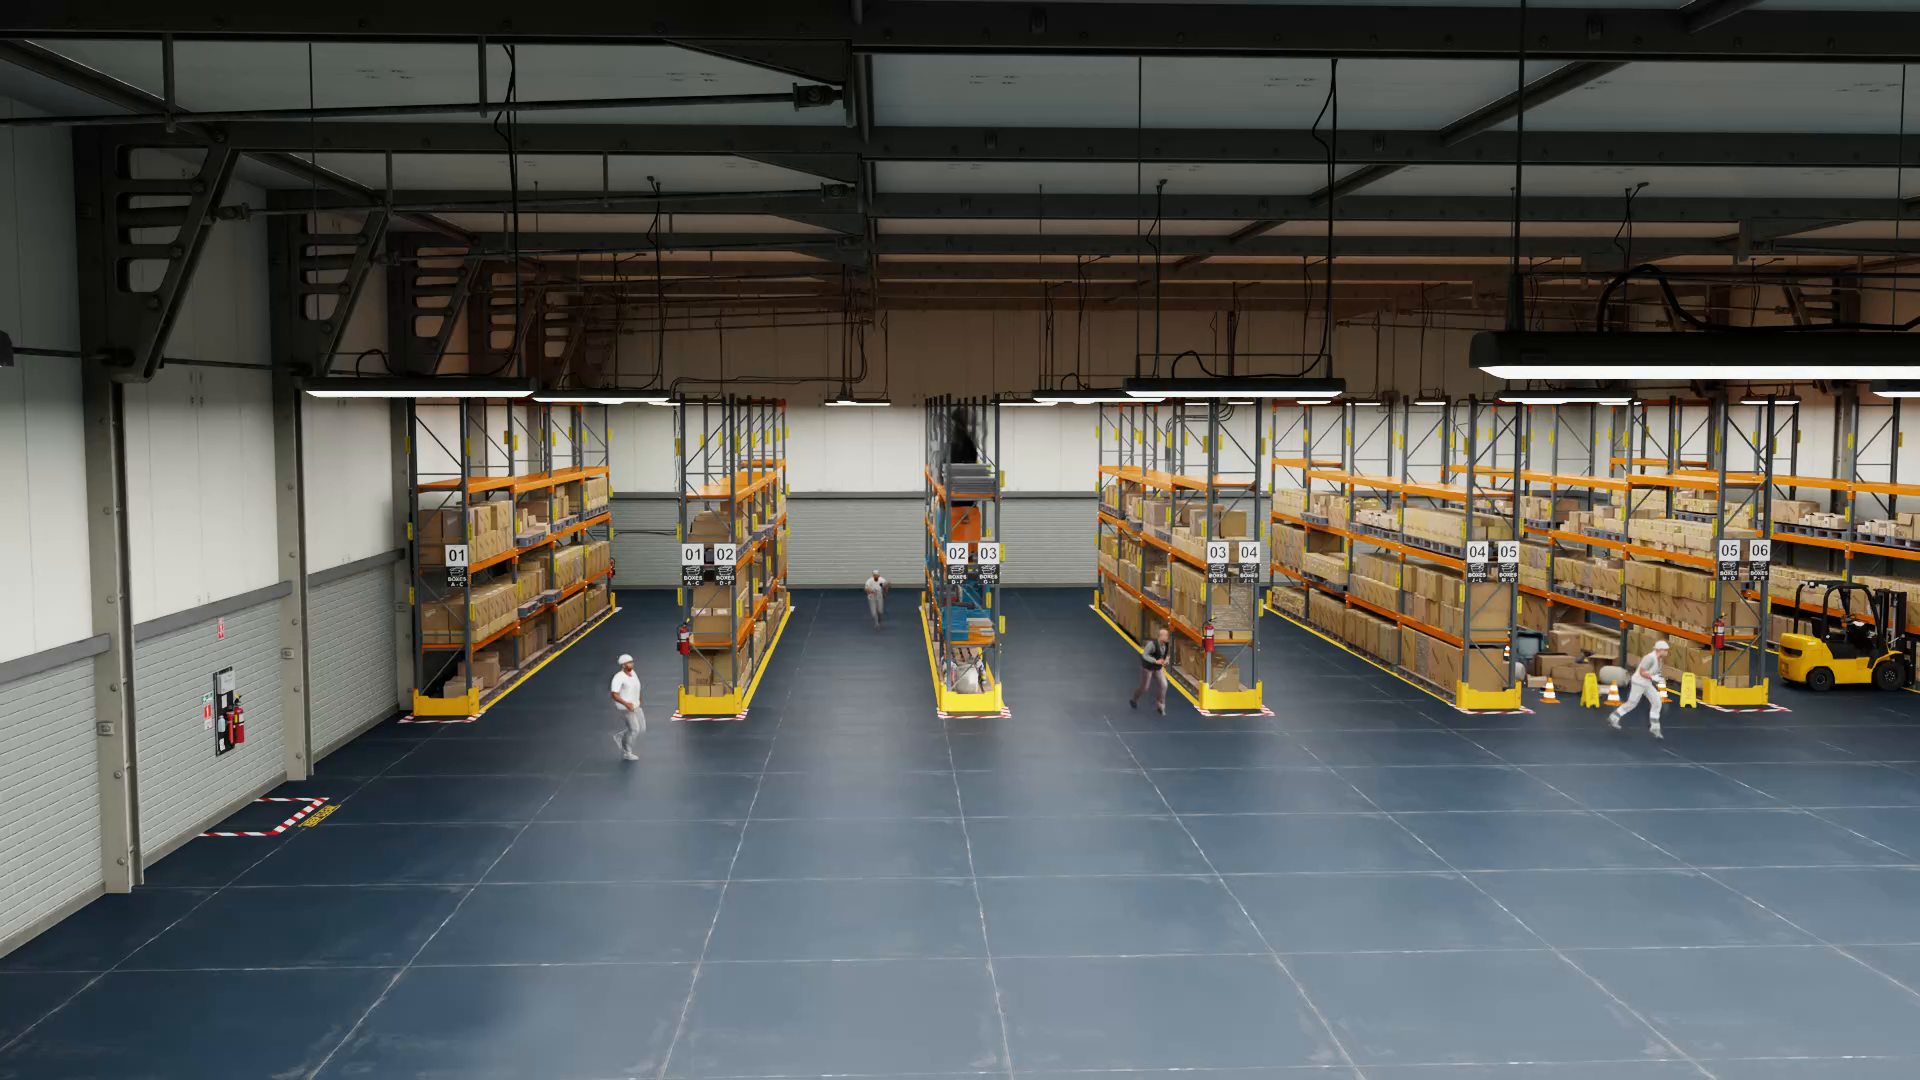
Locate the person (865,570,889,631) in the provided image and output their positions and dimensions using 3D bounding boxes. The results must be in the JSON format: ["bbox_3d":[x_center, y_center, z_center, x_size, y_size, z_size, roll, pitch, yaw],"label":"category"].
[{"bbox_3d":[-2.146,1.561,42.858,0.593,1.586,0.664,0,5,0],"label":"person"}]

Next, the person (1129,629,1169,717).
[{"bbox_3d":[3.564,2.470,31.198,0.702,1.681,0.991,-4,6,-38],"label":"person"}]

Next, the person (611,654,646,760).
[{"bbox_3d":[-5.435,2.721,27.165,0.544,1.729,0.698,1,5,17],"label":"person"}]

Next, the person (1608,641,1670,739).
[{"bbox_3d":[11.931,2.594,29.170,1.031,1.732,0.704,4,6,42],"label":"person"}]
